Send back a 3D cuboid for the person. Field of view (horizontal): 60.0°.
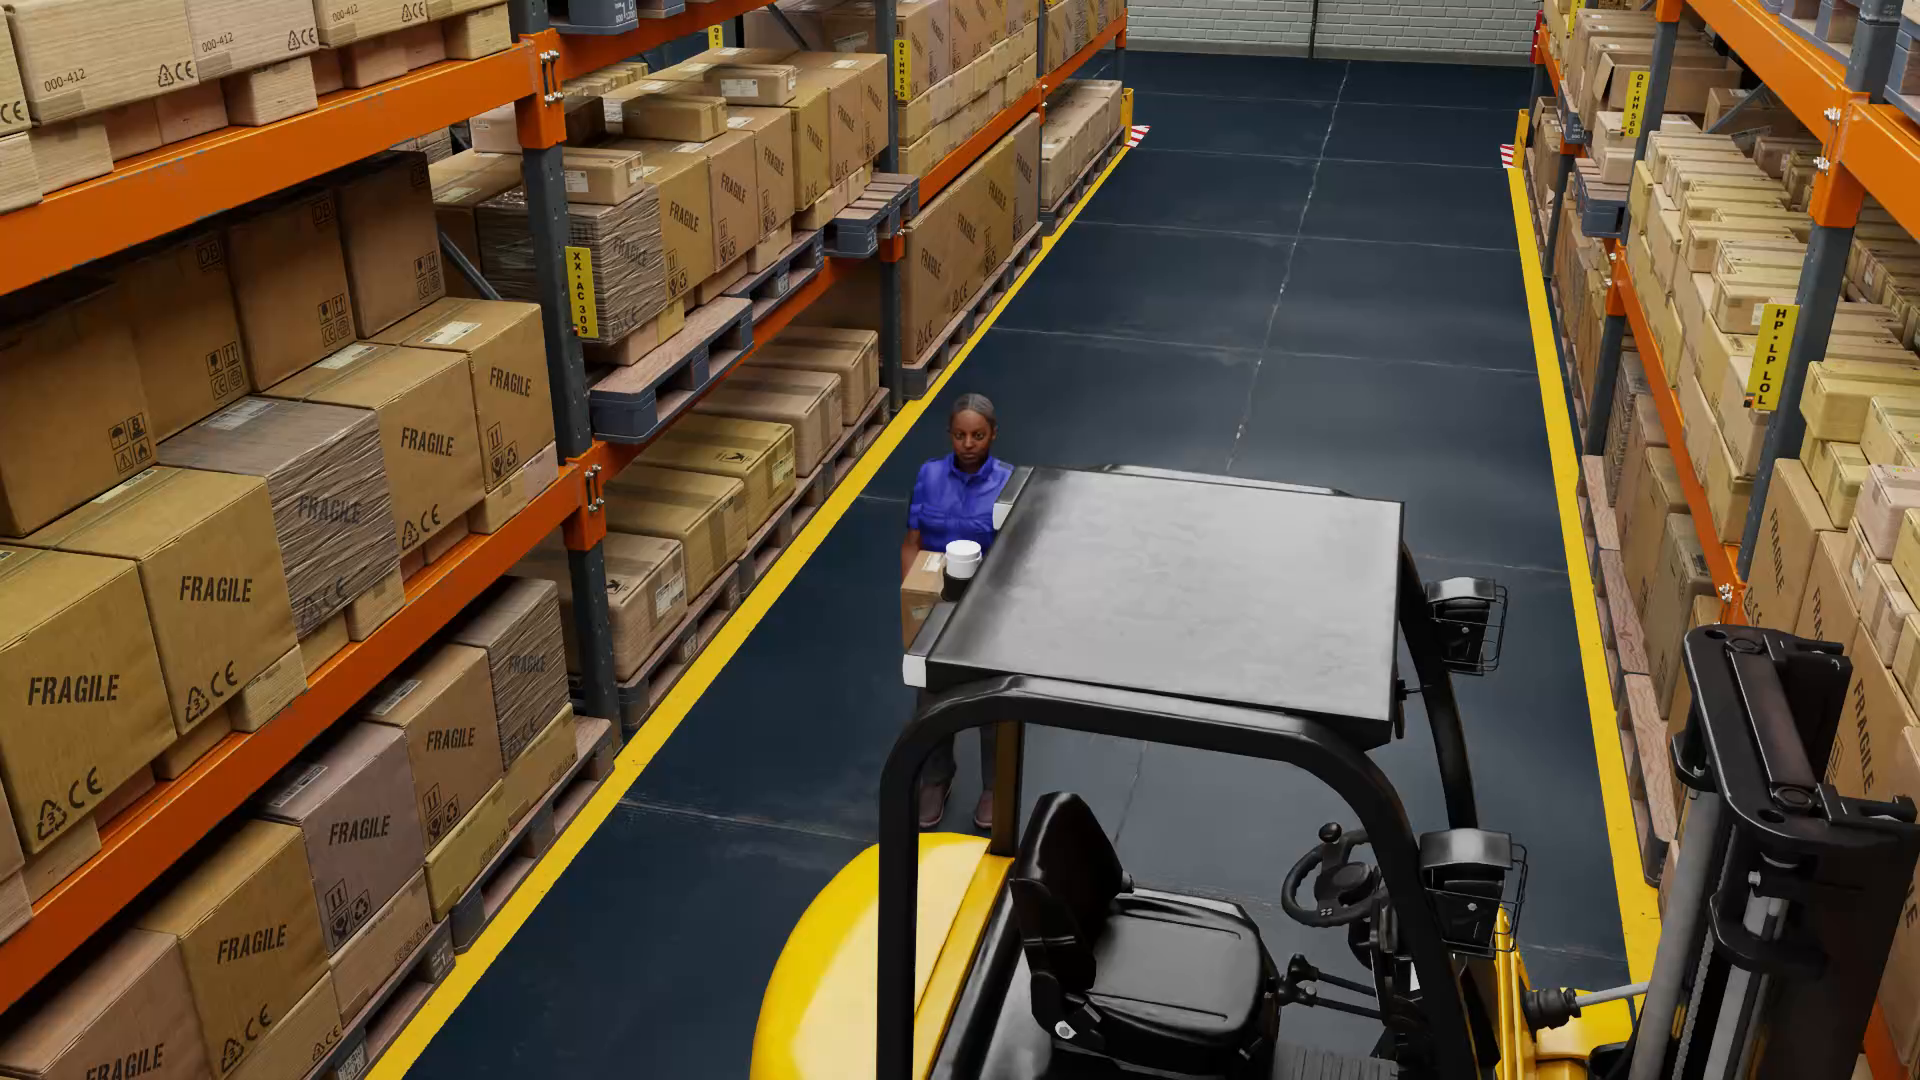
[{"bbox_3d":[-0.003,0.296,6.005,0.449,1.655,0.500,6,26,13],"label":"person"}]
